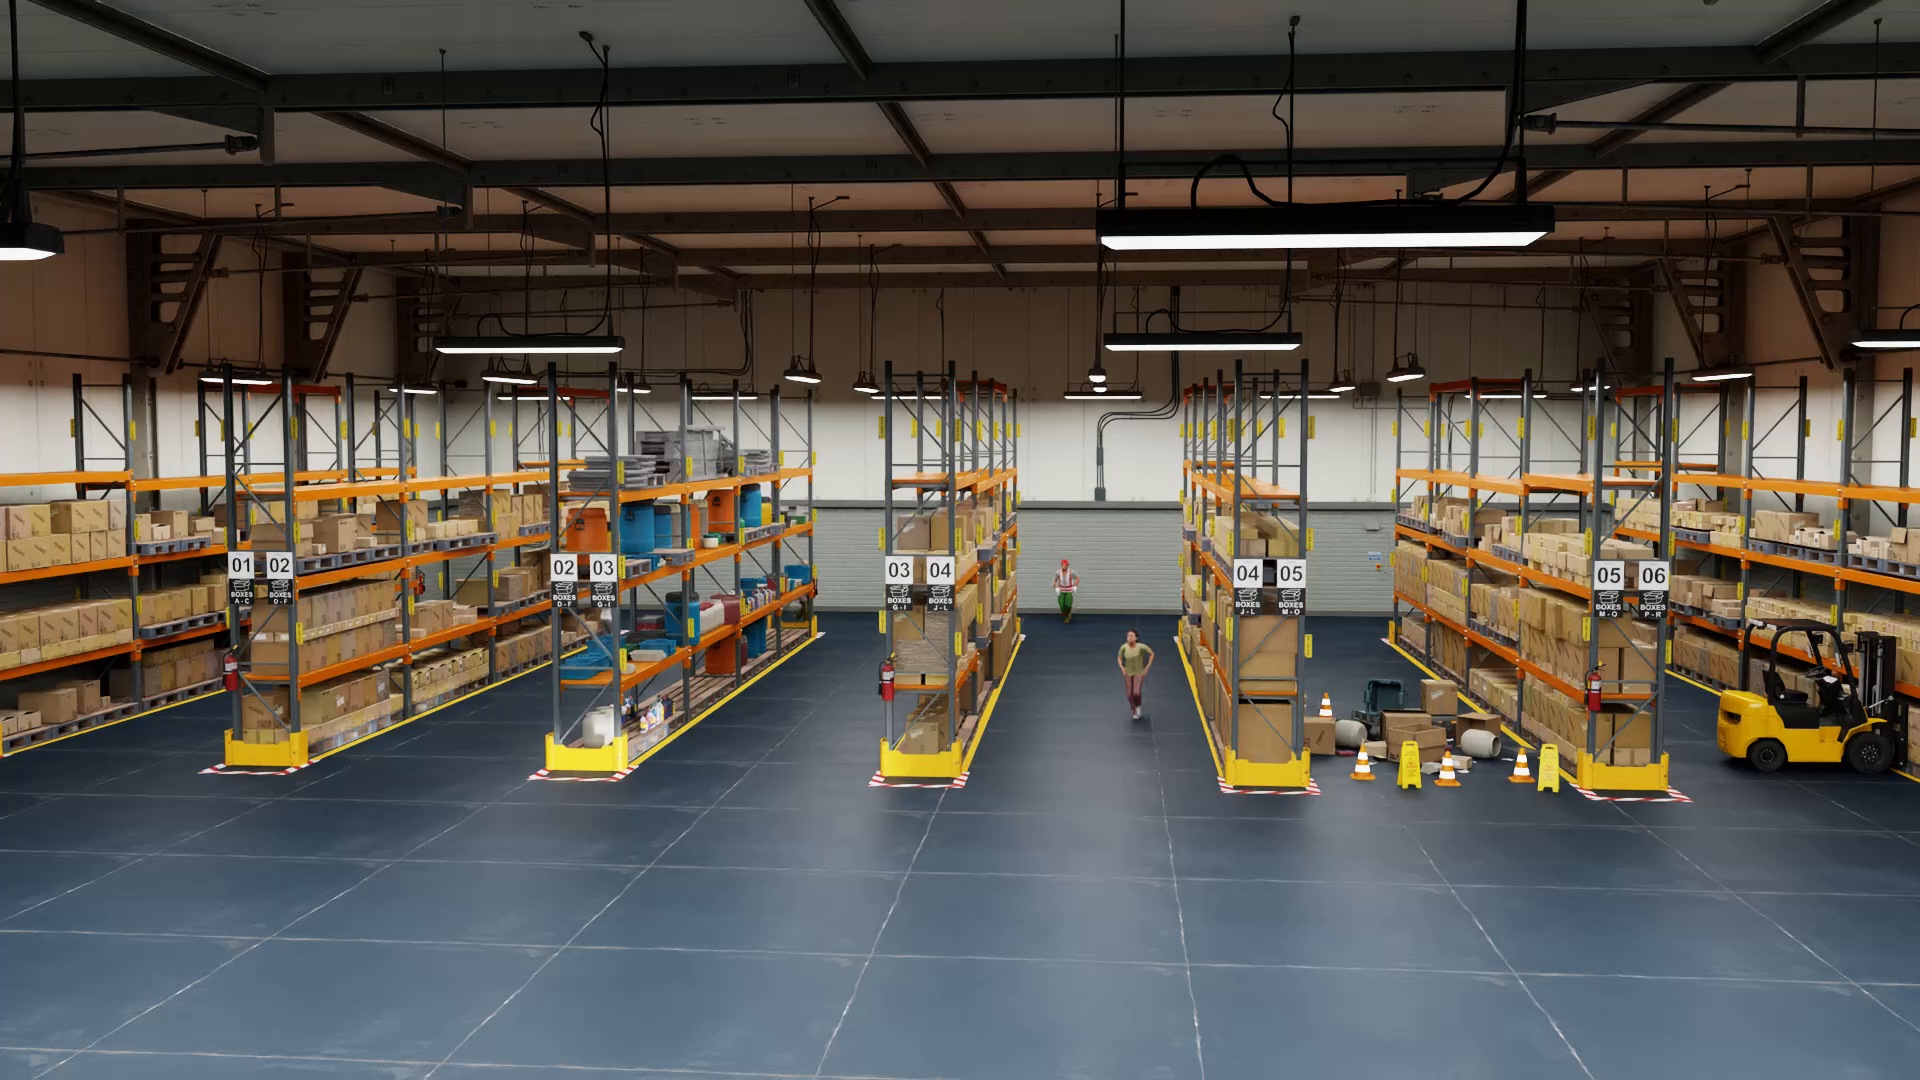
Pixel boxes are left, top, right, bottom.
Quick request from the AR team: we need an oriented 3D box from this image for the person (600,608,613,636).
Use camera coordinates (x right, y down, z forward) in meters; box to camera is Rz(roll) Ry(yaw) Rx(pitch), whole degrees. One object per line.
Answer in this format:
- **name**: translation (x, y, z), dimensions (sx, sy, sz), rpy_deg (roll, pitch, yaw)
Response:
- **person**: translation (-7.692, 1.775, 36.361), dimensions (0.443, 1.679, 0.517), rpy_deg (-3, 5, -43)

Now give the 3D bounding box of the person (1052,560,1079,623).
- **person**: translation (2.739, 1.334, 43.084), dimensions (0.684, 1.684, 0.650), rpy_deg (1, 4, 12)

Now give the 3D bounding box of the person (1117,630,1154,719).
- **person**: translation (3.043, 2.321, 28.751), dimensions (0.627, 1.587, 0.685), rpy_deg (1, 4, 17)

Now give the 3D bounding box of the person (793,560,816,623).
- **person**: translation (-3.951, 1.357, 42.055), dimensions (0.575, 1.742, 0.984), rpy_deg (-4, 5, -44)
